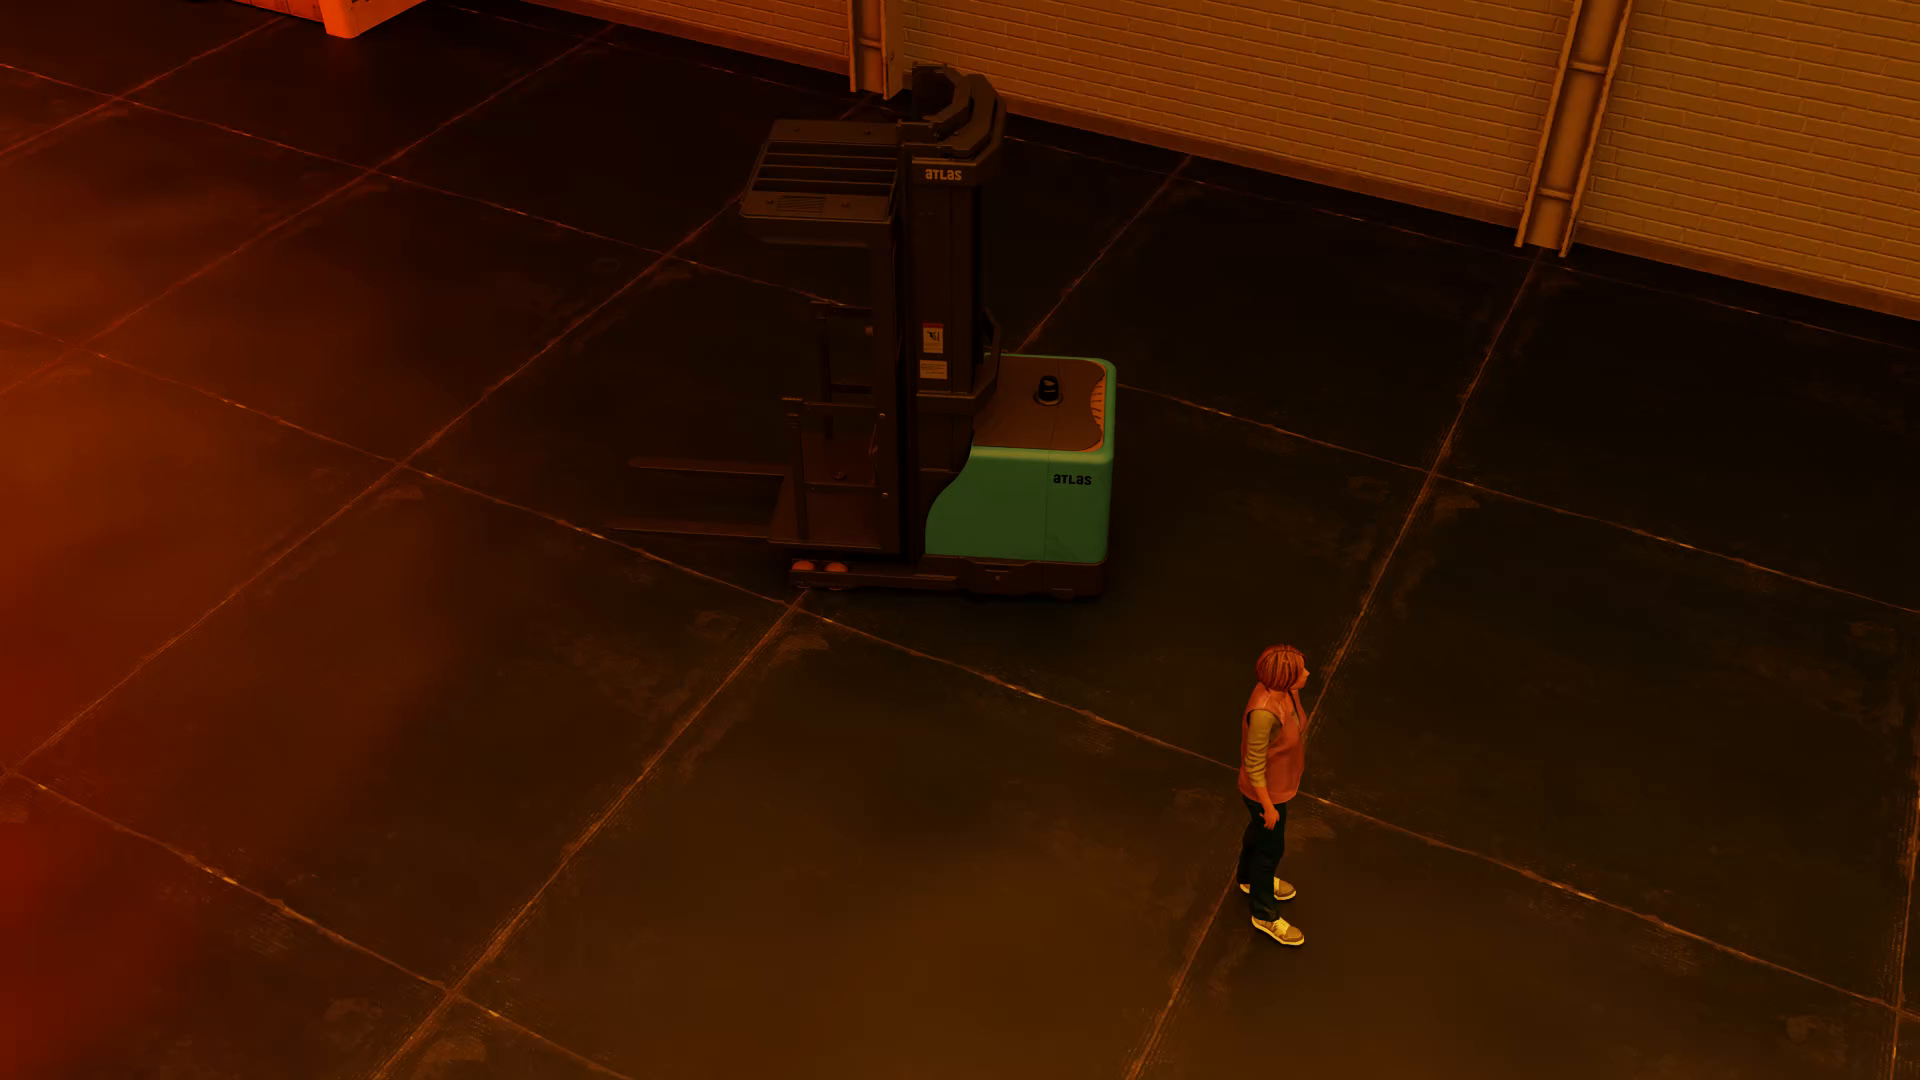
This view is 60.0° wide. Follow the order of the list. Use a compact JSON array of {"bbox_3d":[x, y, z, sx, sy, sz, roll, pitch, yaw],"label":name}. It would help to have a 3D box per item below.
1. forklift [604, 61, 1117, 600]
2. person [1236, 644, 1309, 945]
[{"bbox_3d":[-0.606,-1.157,9.360,3.031,2.935,1.130,3,40,4],"label":"forklift"},{"bbox_3d":[1.504,1.136,7.662,0.472,1.600,0.522,14,42,16],"label":"person"}]
